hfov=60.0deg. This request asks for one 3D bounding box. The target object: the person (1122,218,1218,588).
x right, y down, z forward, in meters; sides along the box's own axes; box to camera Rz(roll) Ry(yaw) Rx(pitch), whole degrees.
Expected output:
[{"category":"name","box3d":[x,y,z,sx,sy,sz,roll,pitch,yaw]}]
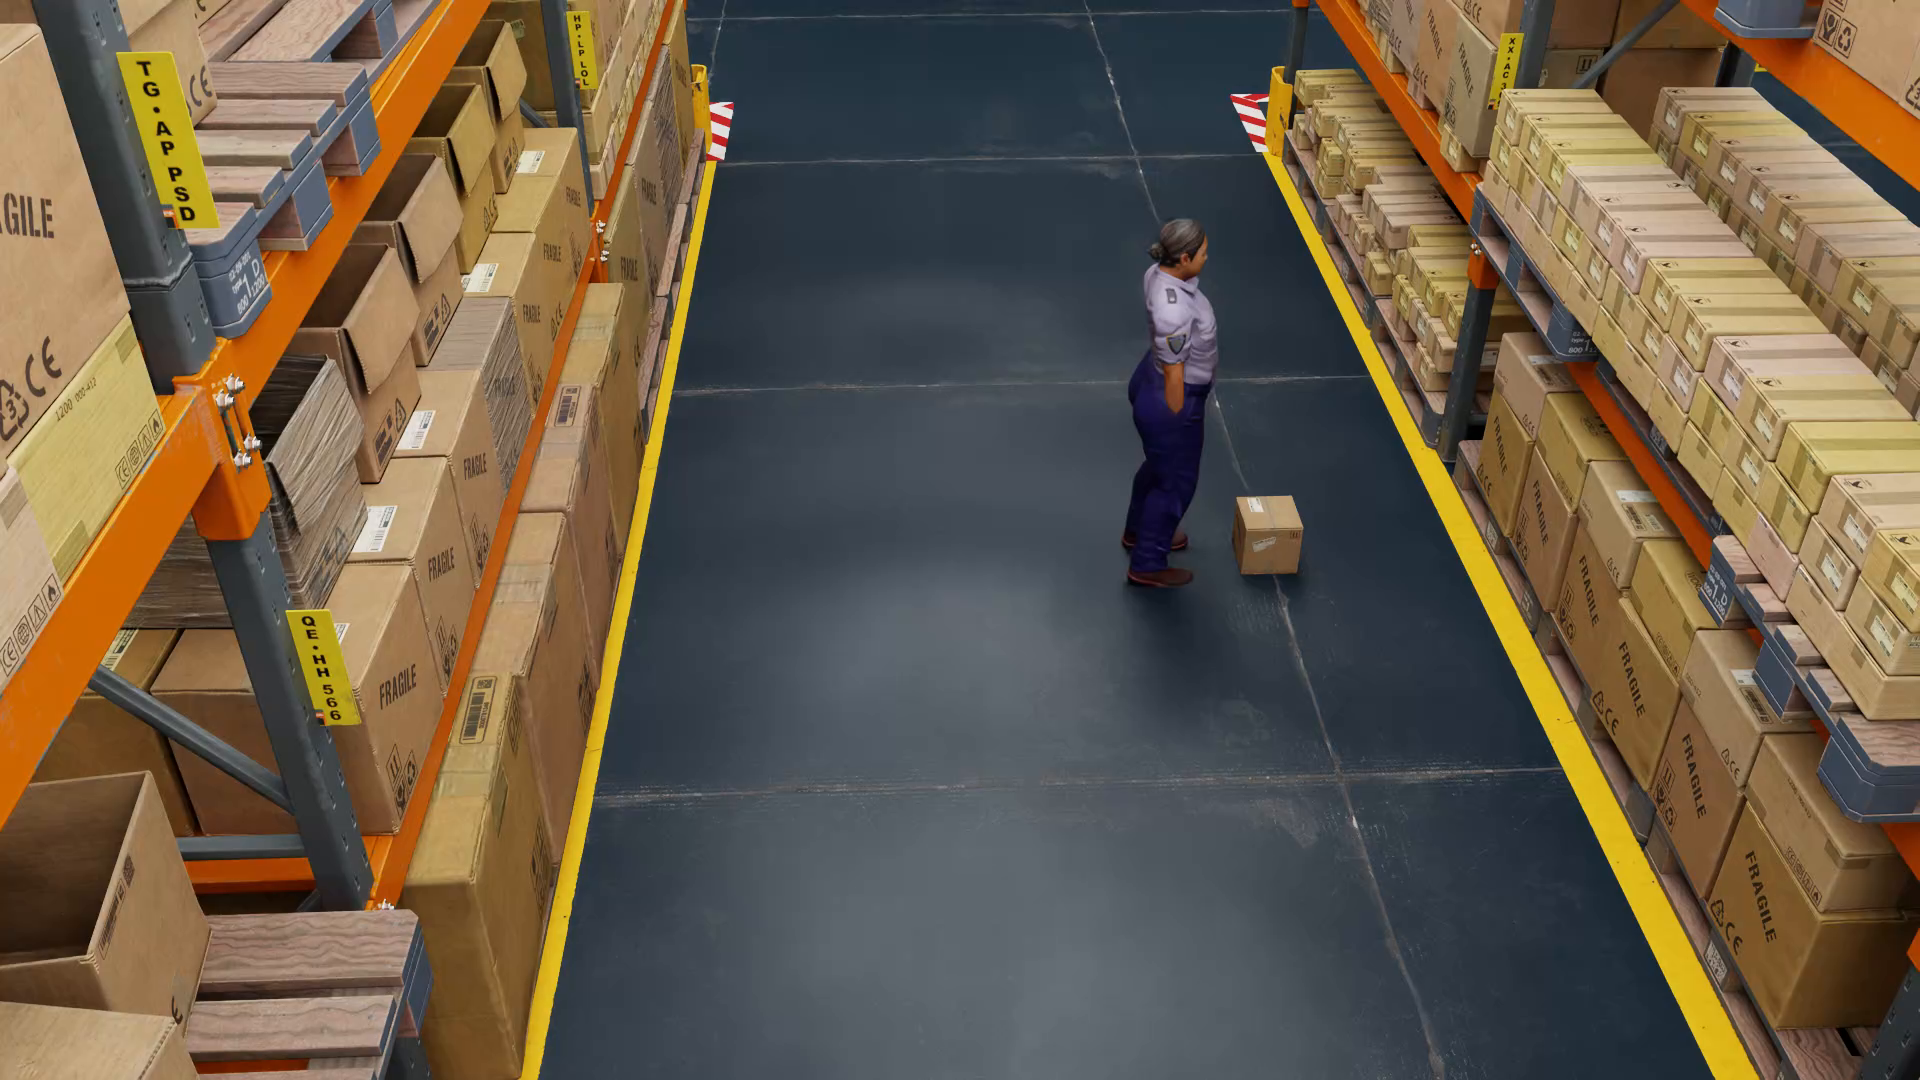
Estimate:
[{"category":"person","box3d":[0.884,-0.581,6.993,0.341,1.656,0.470,-1,35,-1]}]
